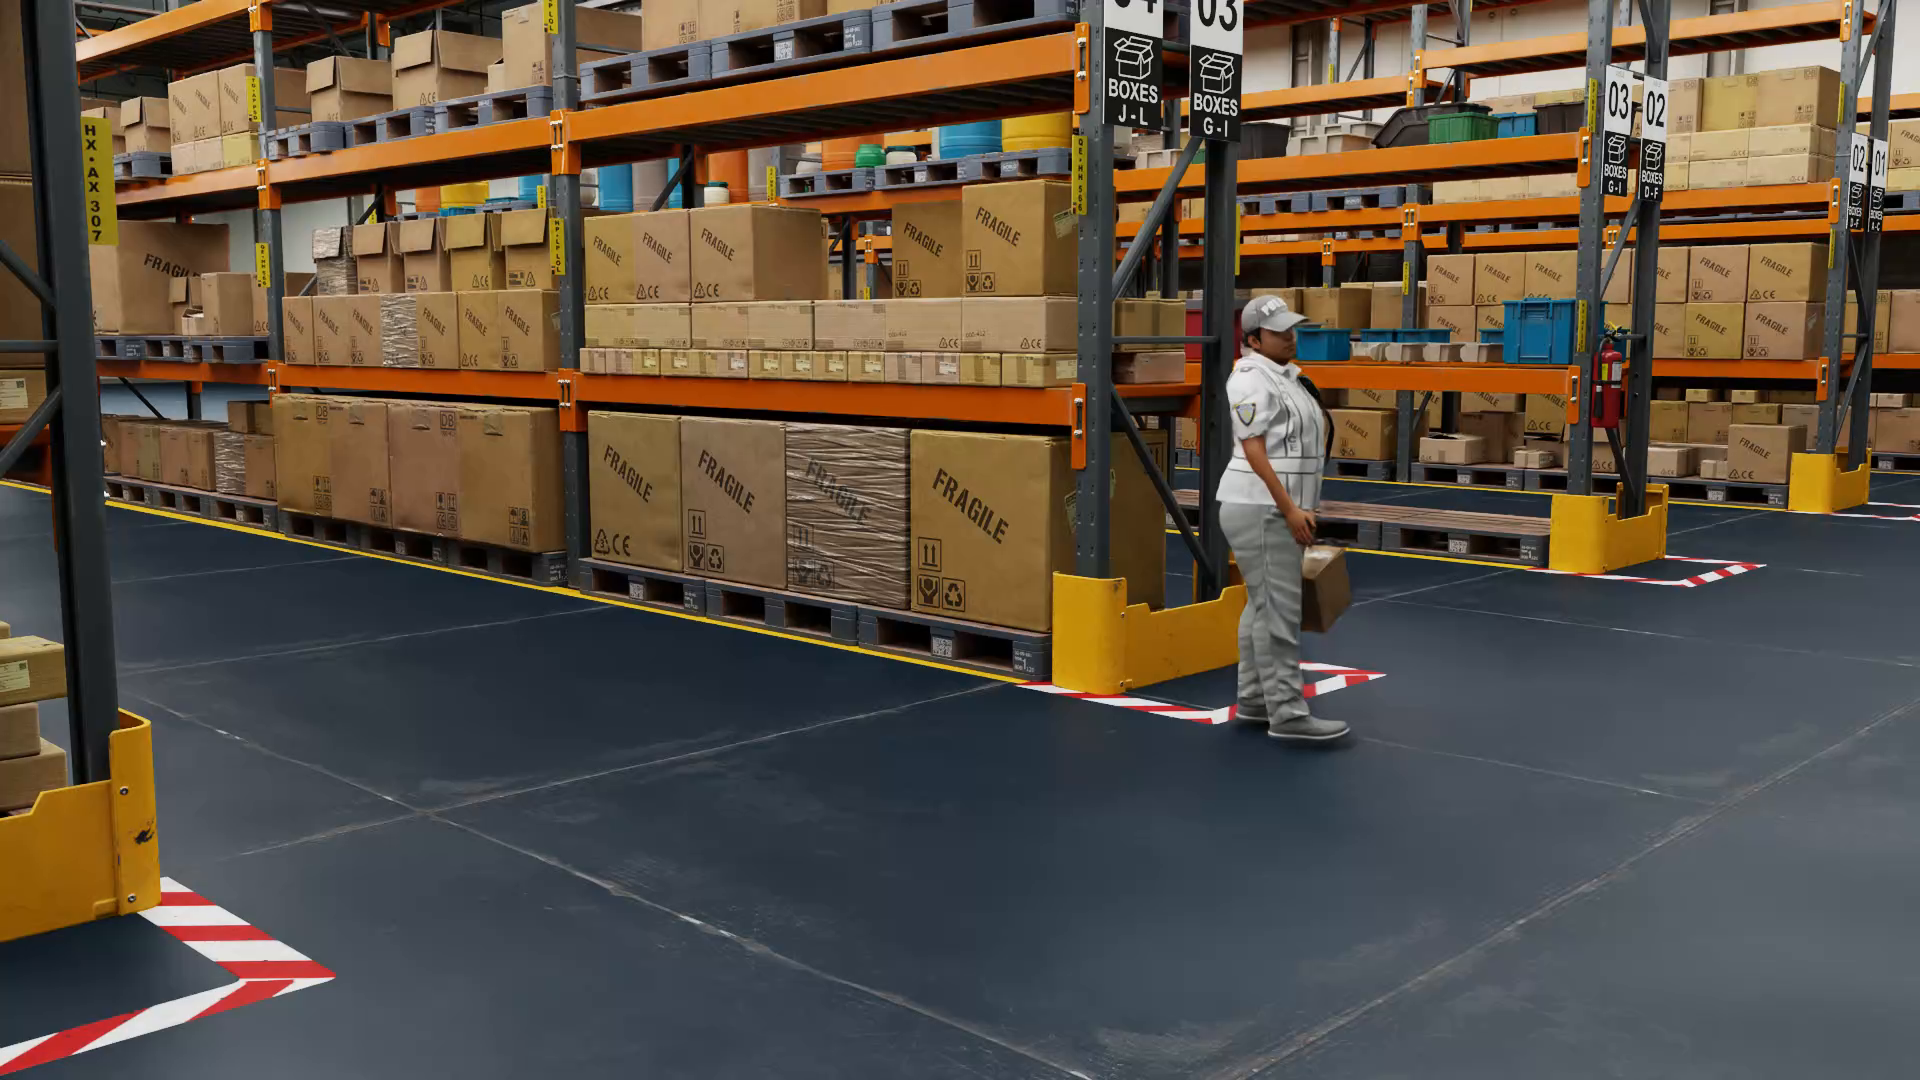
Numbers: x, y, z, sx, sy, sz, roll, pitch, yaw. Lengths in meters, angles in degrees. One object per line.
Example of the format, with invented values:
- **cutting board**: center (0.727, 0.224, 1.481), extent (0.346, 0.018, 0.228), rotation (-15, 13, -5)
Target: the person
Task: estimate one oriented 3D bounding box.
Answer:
- **person**: center (1.255, -0.087, 6.309), extent (0.528, 1.672, 0.491), rotation (3, 8, 24)
